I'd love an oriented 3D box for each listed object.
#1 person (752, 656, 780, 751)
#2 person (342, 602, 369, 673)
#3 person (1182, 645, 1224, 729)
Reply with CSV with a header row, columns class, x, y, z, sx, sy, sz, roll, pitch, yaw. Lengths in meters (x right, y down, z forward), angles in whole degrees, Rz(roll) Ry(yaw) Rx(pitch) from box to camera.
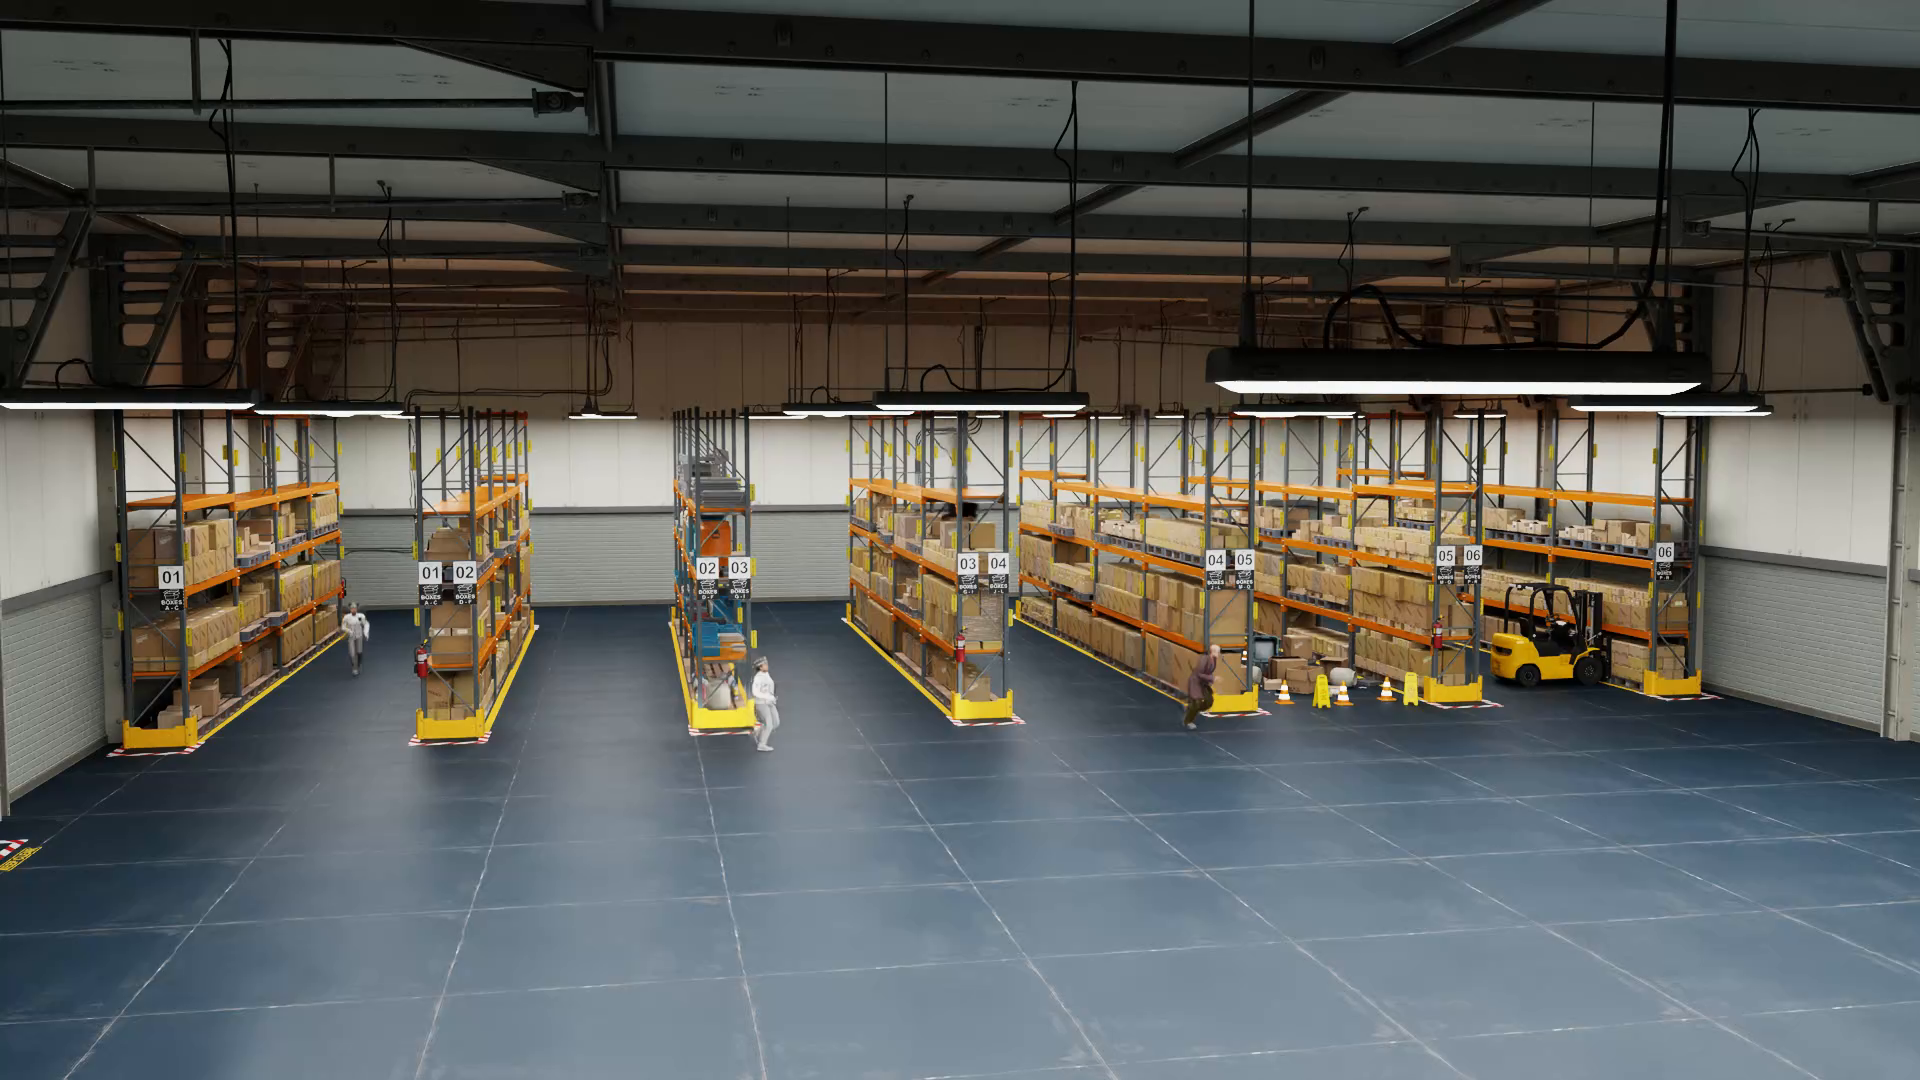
class,x,y,z,sx,sy,sz,roll,pitch,yaw
person,-3.380,2.840,28.895,0.564,1.650,0.610,1,4,17
person,-13.662,2.215,37.585,0.586,1.649,0.690,-2,4,-21
person,4.554,2.723,30.925,0.904,1.606,0.738,3,5,36
